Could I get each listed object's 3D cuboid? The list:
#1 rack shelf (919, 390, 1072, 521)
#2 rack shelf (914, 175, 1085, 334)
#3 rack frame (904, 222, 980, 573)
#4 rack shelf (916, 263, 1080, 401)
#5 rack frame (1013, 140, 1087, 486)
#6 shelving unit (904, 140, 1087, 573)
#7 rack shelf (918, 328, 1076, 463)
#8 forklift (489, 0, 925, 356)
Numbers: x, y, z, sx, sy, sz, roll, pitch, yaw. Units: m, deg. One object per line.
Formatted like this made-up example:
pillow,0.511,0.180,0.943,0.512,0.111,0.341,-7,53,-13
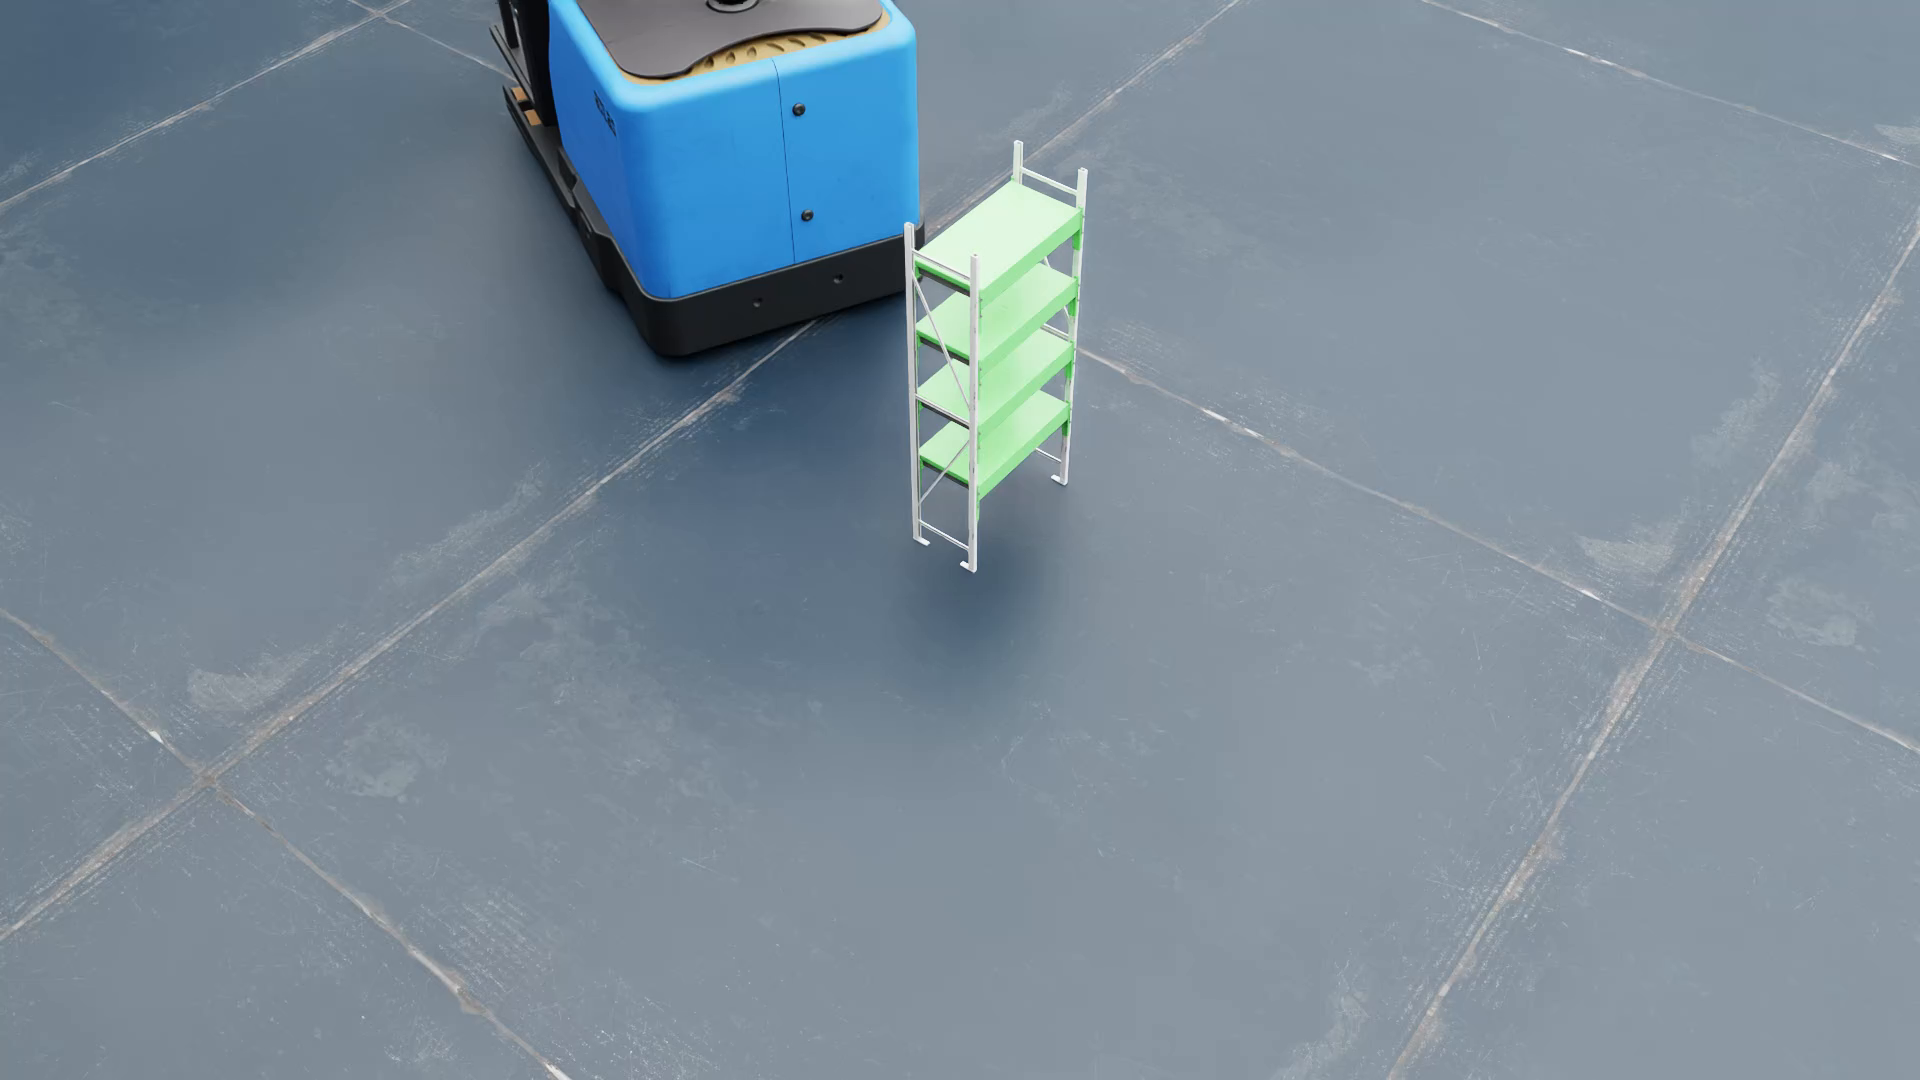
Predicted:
rack shelf,0.101,-0.299,5.126,0.258,0.148,0.480,29,53,25
rack shelf,0.101,-0.797,4.606,0.258,0.148,0.480,29,53,25
rack frame,-0.048,-0.370,4.773,0.240,1.200,0.015,29,53,25
rack shelf,0.101,-0.631,4.779,0.258,0.148,0.480,29,53,25
rack frame,0.250,-0.649,5.040,0.240,1.200,0.015,29,53,25
shelving unit,0.101,-0.509,4.907,0.258,1.200,0.503,29,53,25
rack shelf,0.101,-0.465,4.953,0.258,0.148,0.480,29,53,25
forklift,-1.223,-2.724,5.825,1.130,2.935,3.031,-19,49,-18
